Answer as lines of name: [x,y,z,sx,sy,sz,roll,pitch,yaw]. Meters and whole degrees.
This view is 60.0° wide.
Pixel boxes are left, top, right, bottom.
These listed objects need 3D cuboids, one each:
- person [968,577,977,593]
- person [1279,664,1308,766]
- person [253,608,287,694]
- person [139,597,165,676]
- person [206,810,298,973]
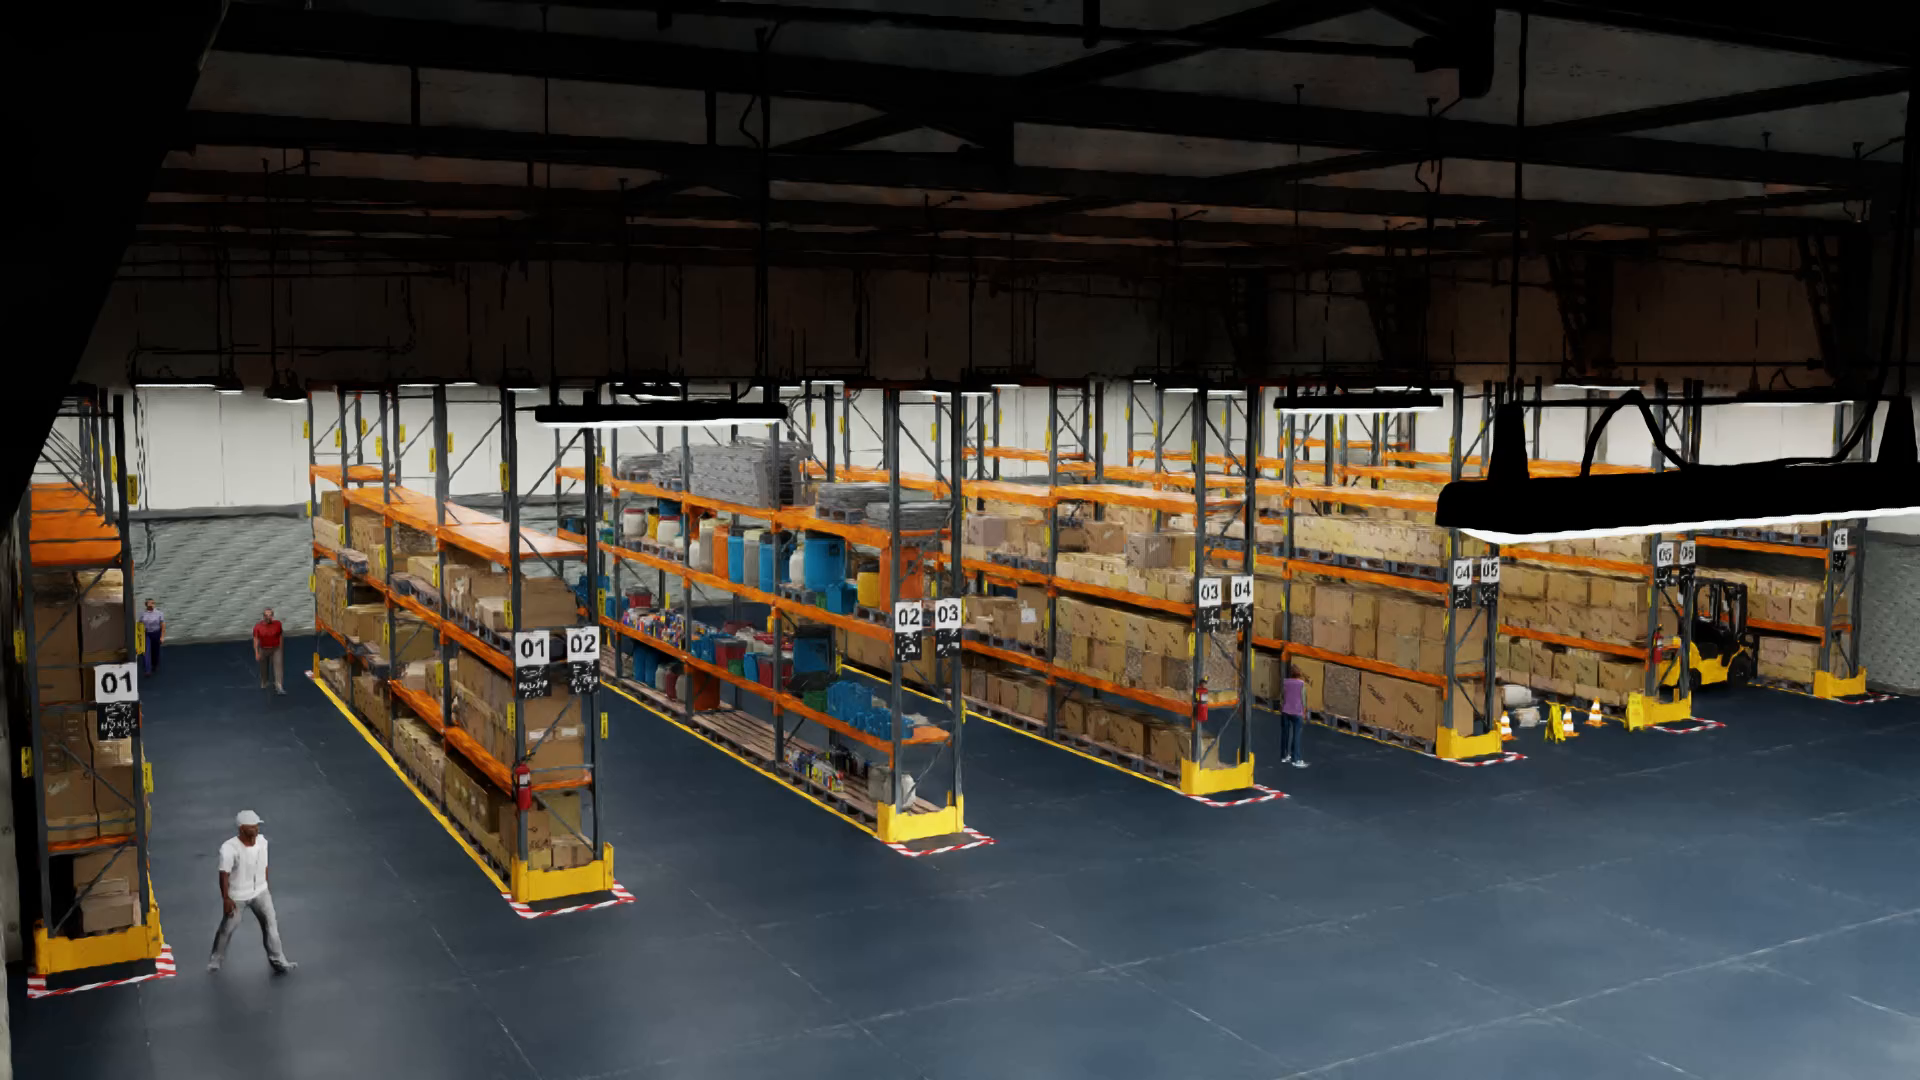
person: [0.450,0.957,42.324,0.566,1.784,0.620,3,7,26]
person: [5.261,2.738,26.202,0.504,1.603,0.419,4,7,32]
person: [-13.235,2.112,31.844,0.542,1.645,1.126,-3,7,-27]
person: [-16.456,1.938,33.881,0.478,1.567,1.083,-4,7,-31]
person: [-7.387,3.645,17.203,0.939,1.739,0.591,4,7,34]
